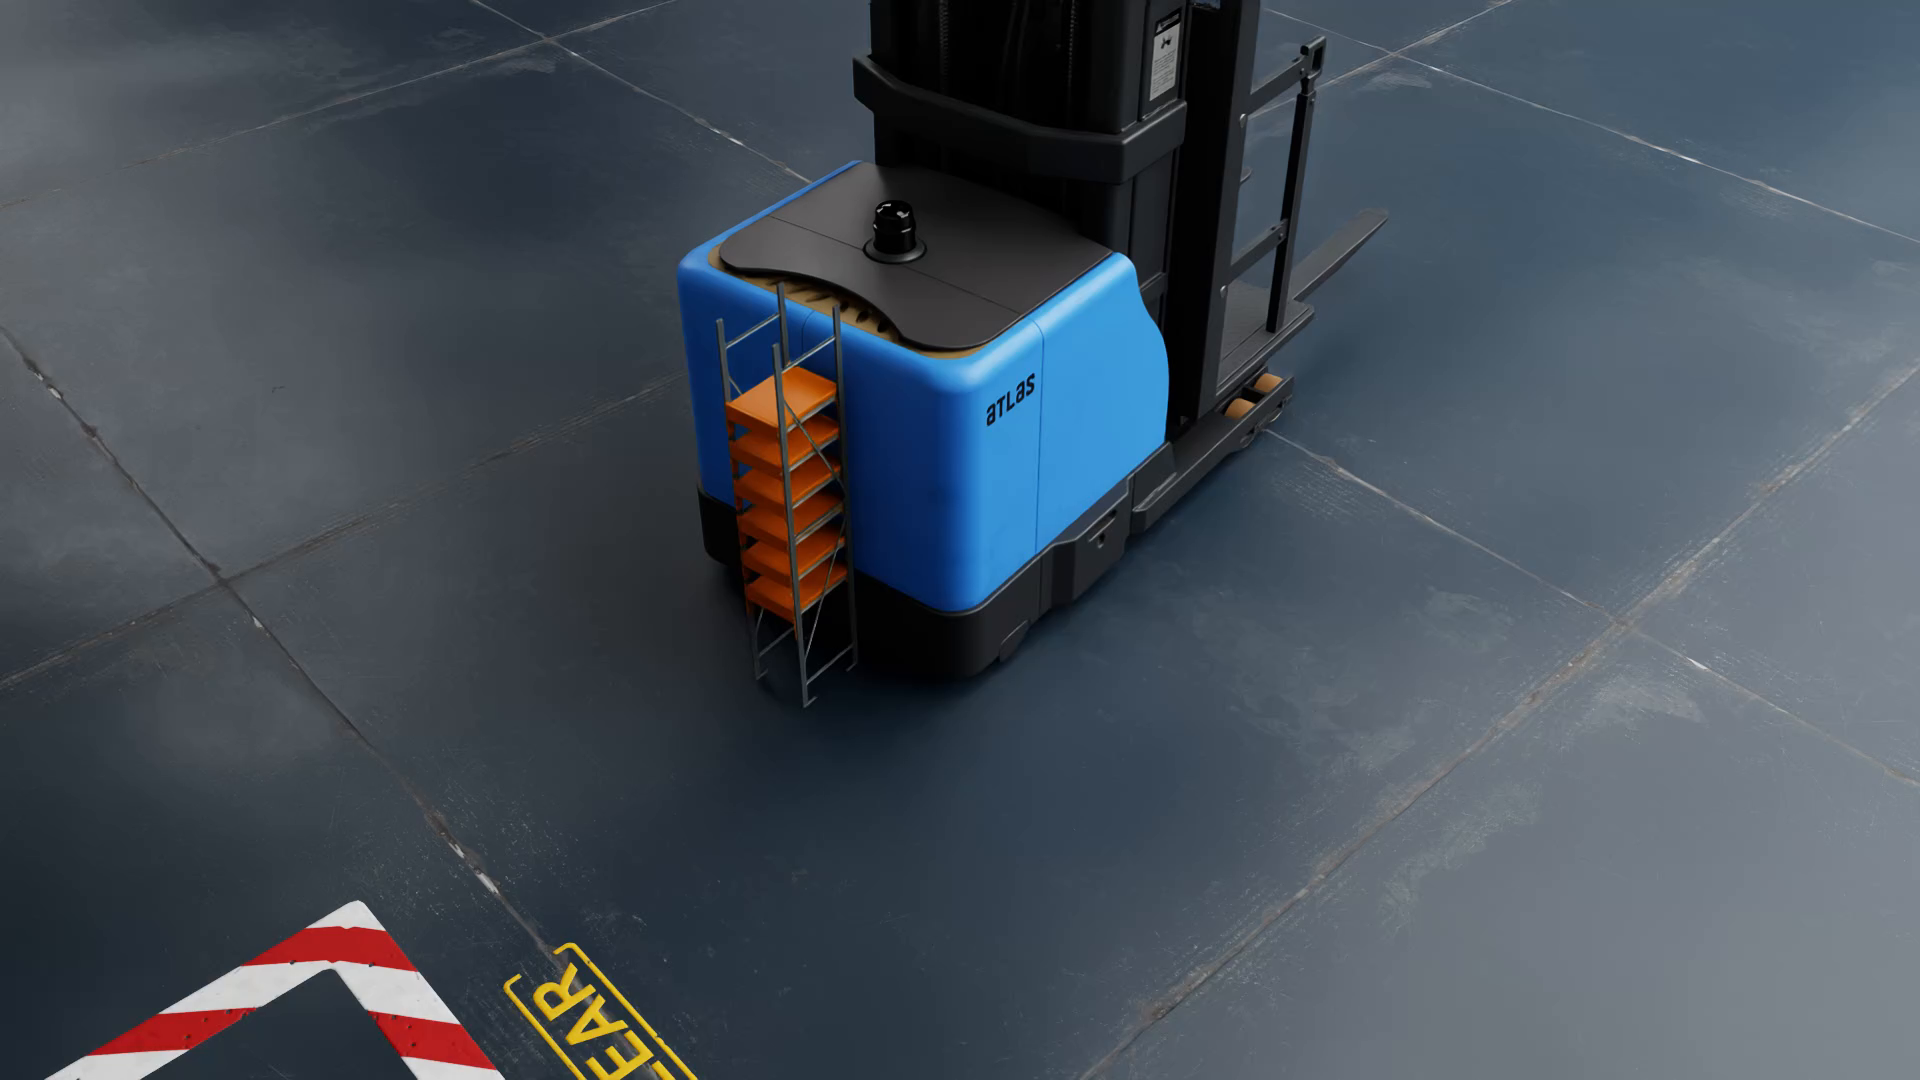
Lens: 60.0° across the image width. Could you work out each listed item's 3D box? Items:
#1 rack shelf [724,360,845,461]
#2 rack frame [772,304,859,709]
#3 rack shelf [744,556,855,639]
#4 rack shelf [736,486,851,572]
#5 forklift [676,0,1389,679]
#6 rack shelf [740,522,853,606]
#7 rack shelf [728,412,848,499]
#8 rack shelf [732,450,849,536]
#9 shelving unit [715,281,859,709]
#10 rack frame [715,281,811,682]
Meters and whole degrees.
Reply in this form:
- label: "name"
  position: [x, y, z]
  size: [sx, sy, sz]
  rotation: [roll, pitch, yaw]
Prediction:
- label: "rack shelf"
  position: [-0.443, -0.332, 4.224]
  size: [0.180, 0.103, 0.258]
  rotation: [25, 45, 28]
- label: "rack frame"
  position: [-0.370, -0.052, 4.379]
  size: [0.006, 1.200, 0.240]
  rotation: [25, 45, 28]
- label: "rack shelf"
  position: [-0.442, 0.135, 4.601]
  size: [0.180, 0.103, 0.258]
  rotation: [25, 45, 28]
- label: "rack shelf"
  position: [-0.443, -0.052, 4.450]
  size: [0.180, 0.103, 0.258]
  rotation: [25, 45, 28]
- label: "forklift"
  position: [0.500, -1.622, 4.946]
  size: [1.130, 2.935, 3.031]
  rotation: [25, 45, 28]
- label: "rack shelf"
  position: [-0.442, 0.041, 4.526]
  size: [0.180, 0.103, 0.258]
  rotation: [25, 45, 28]
- label: "rack shelf"
  position: [-0.443, -0.238, 4.299]
  size: [0.180, 0.103, 0.258]
  rotation: [25, 45, 28]
- label: "rack shelf"
  position: [-0.443, -0.145, 4.375]
  size: [0.180, 0.103, 0.258]
  rotation: [25, 45, 28]
- label: "shelving unit"
  position: [-0.443, -0.086, 4.422]
  size: [0.189, 1.200, 0.258]
  rotation: [25, 45, 28]
- label: "rack frame"
  position: [-0.516, -0.121, 4.465]
  size: [0.006, 1.200, 0.240]
  rotation: [25, 45, 28]
